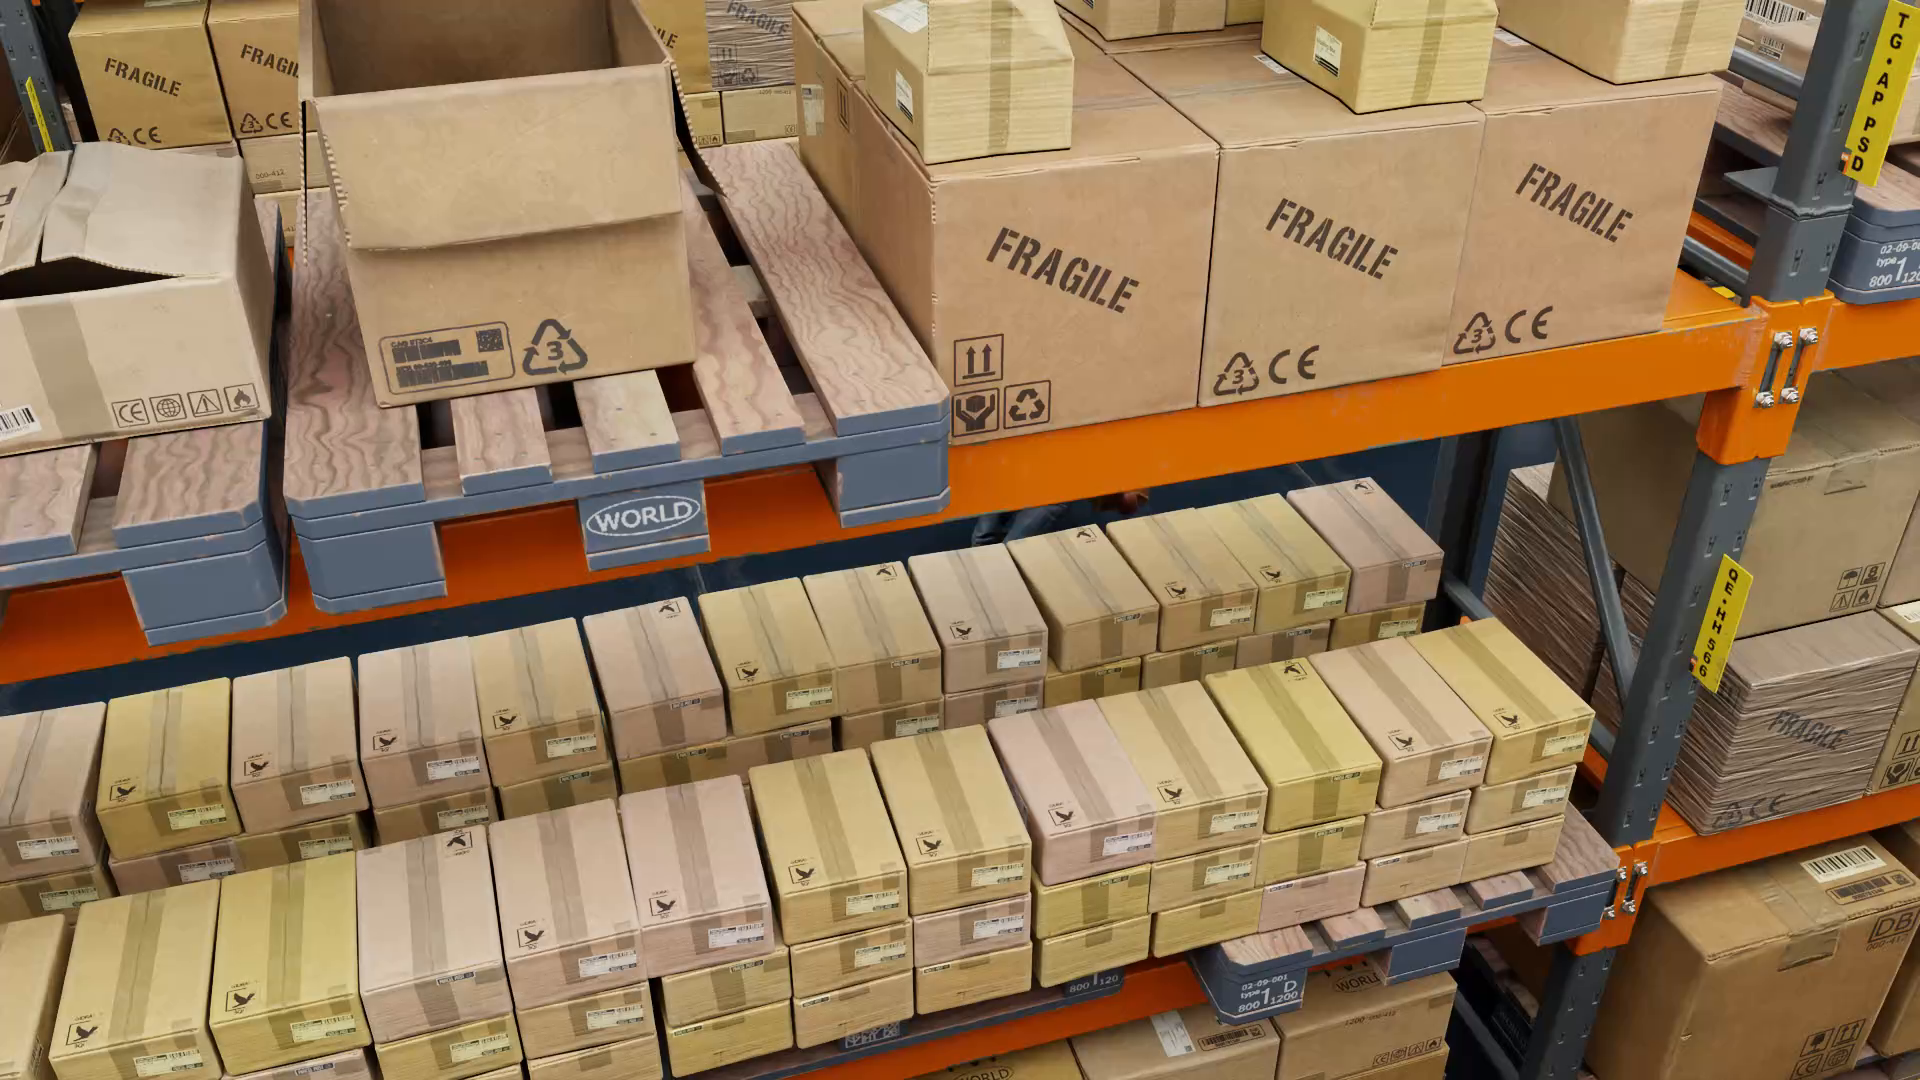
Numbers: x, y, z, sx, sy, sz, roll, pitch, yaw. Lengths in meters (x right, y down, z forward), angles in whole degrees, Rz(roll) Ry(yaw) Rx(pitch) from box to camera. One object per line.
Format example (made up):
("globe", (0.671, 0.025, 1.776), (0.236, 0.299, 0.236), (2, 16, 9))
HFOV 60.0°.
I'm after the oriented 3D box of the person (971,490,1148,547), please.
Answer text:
("person", (0.404, -0.388, 7.315), (0.966, 1.083, 0.514), (-12, 35, -17))
